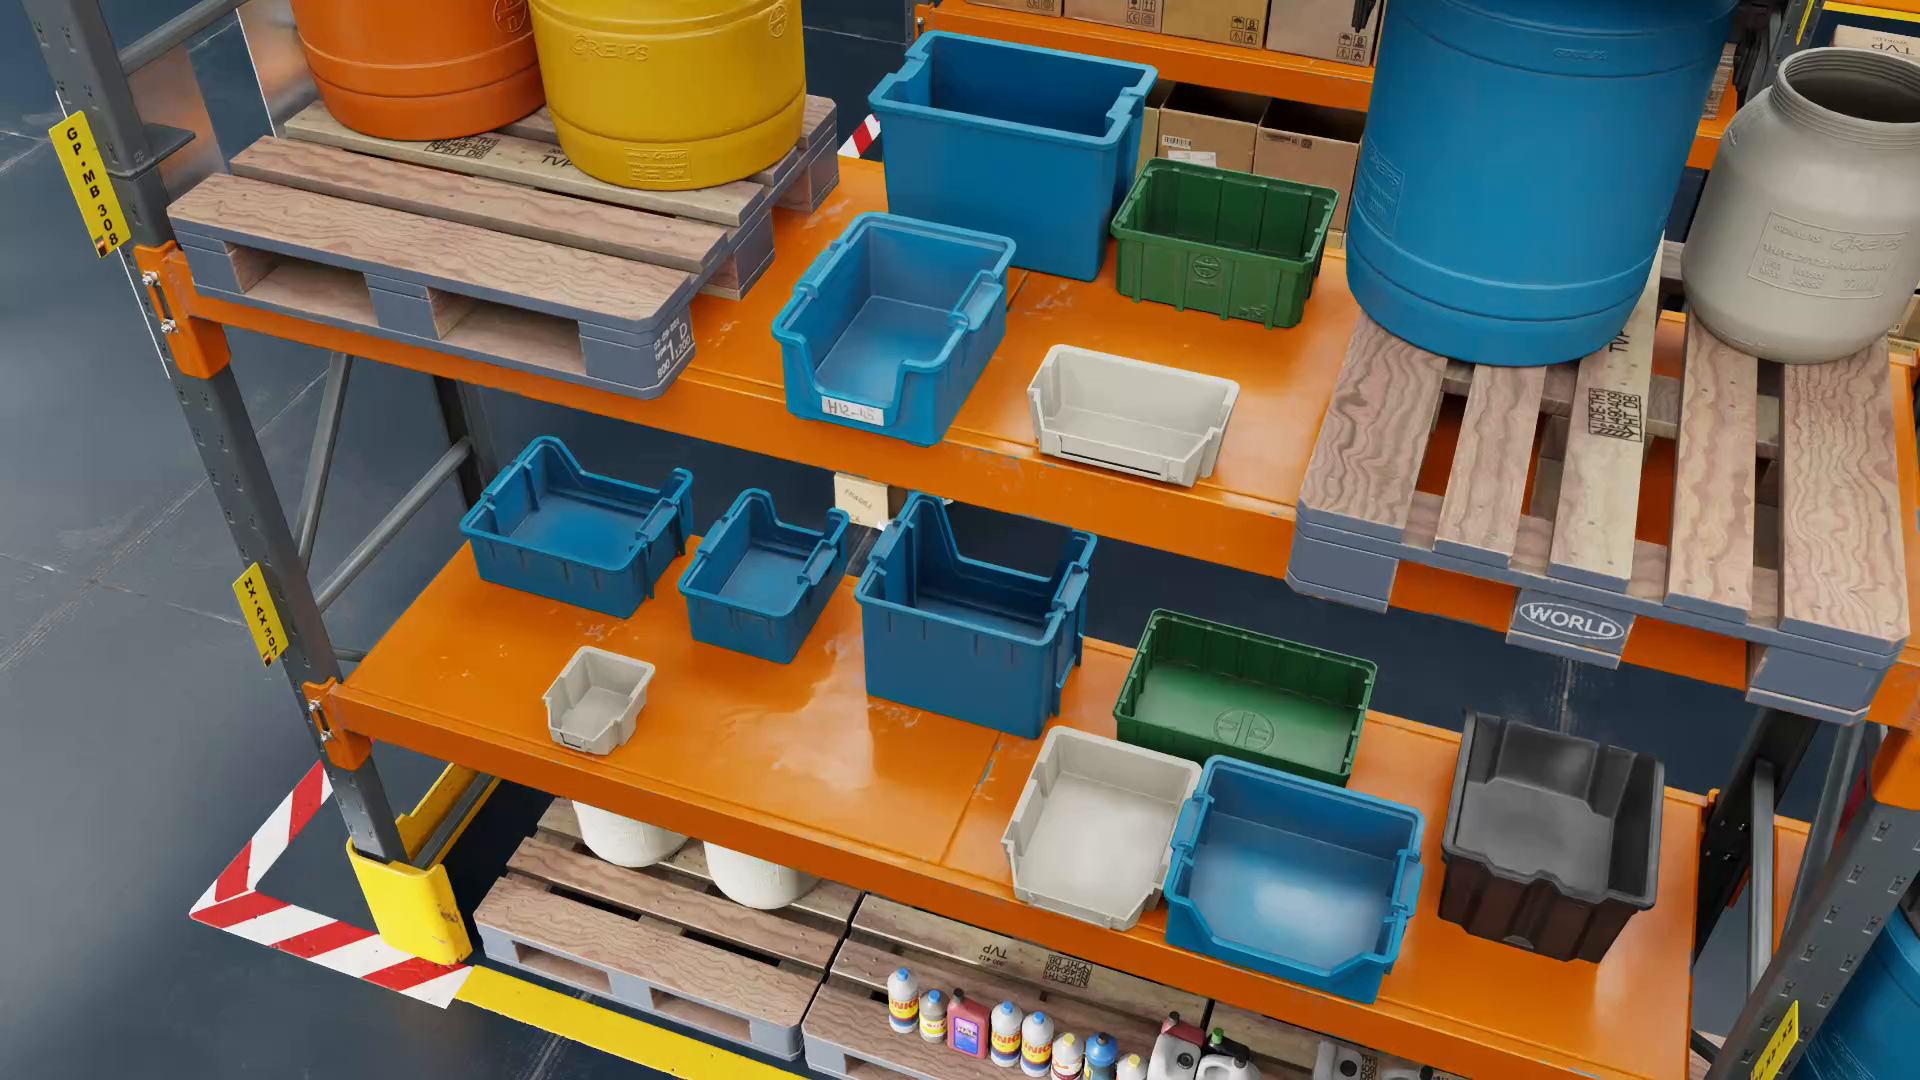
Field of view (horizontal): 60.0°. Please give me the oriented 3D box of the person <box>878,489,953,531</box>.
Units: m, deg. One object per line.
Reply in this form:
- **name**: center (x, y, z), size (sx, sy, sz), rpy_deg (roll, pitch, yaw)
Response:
- **person**: center (-0.168, -0.687, 6.929), size (0.347, 1.592, 0.472), rpy_deg (12, 43, 13)
